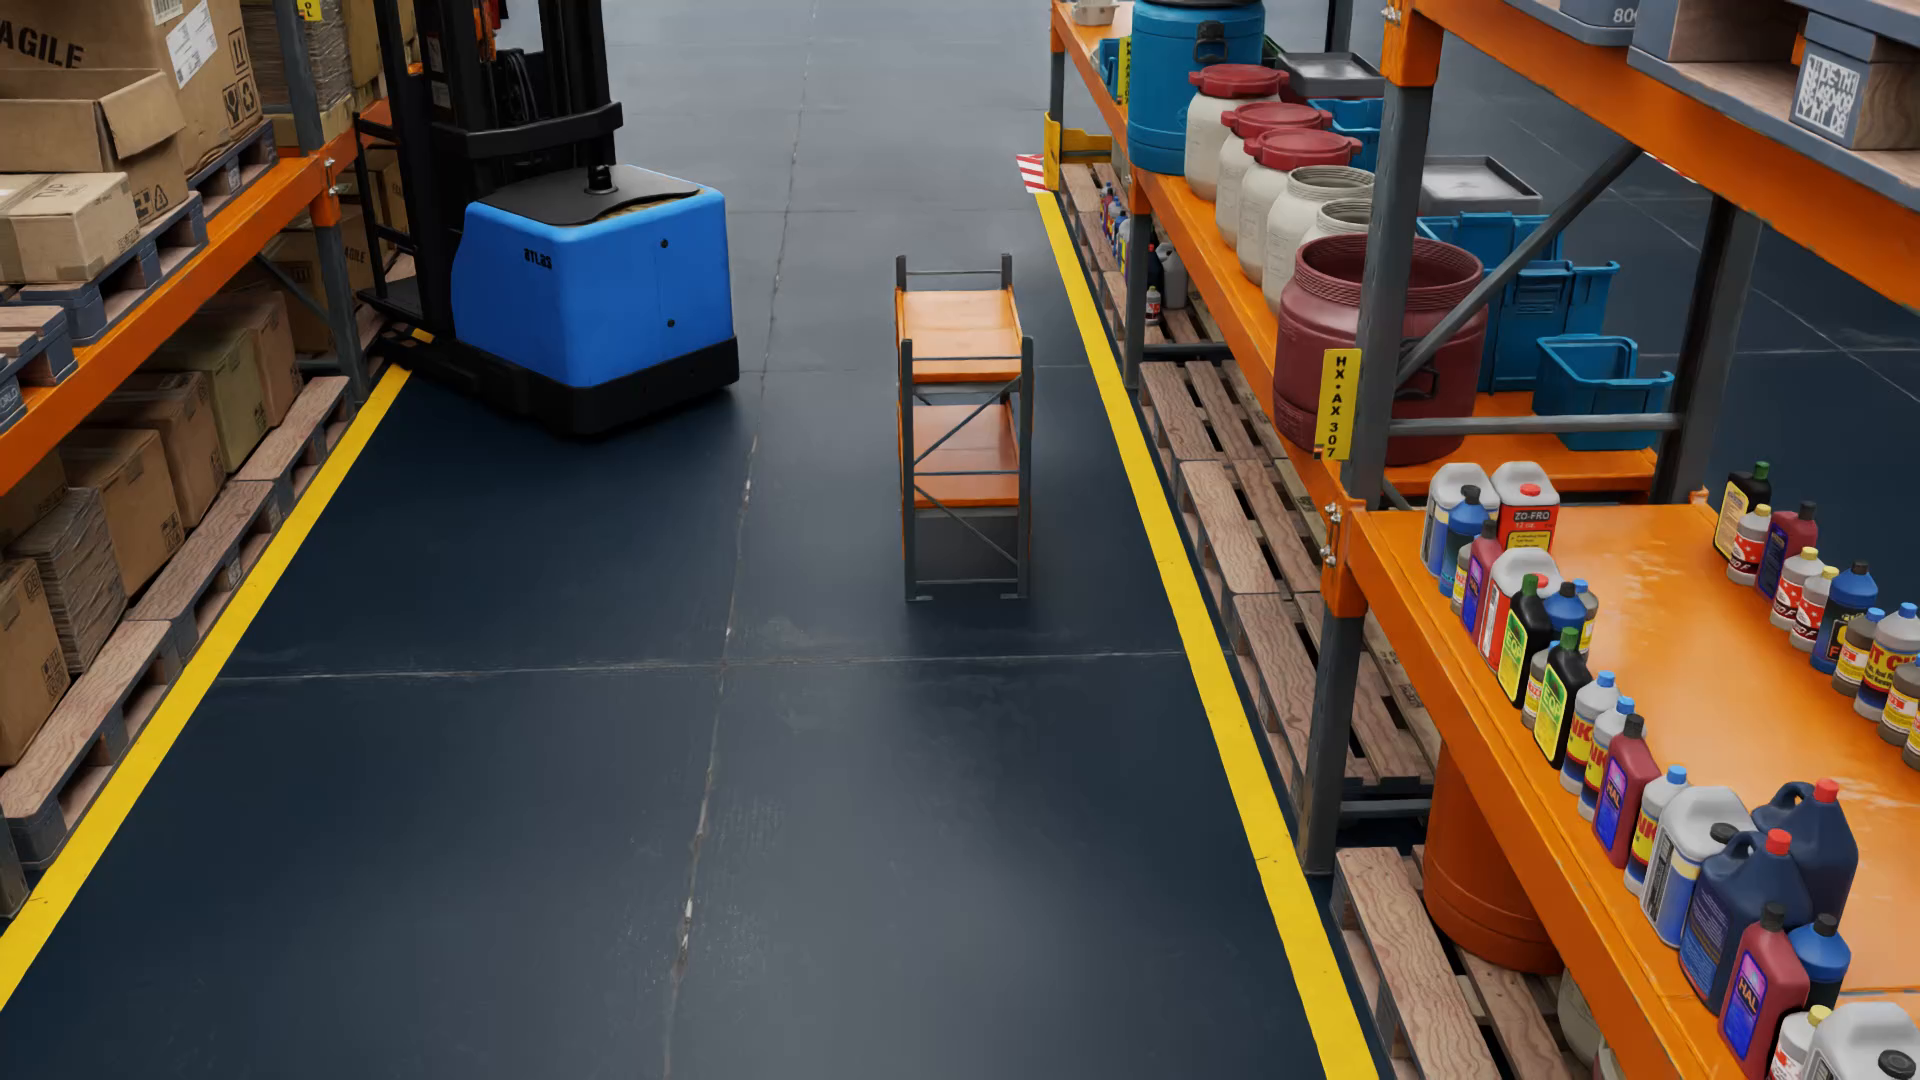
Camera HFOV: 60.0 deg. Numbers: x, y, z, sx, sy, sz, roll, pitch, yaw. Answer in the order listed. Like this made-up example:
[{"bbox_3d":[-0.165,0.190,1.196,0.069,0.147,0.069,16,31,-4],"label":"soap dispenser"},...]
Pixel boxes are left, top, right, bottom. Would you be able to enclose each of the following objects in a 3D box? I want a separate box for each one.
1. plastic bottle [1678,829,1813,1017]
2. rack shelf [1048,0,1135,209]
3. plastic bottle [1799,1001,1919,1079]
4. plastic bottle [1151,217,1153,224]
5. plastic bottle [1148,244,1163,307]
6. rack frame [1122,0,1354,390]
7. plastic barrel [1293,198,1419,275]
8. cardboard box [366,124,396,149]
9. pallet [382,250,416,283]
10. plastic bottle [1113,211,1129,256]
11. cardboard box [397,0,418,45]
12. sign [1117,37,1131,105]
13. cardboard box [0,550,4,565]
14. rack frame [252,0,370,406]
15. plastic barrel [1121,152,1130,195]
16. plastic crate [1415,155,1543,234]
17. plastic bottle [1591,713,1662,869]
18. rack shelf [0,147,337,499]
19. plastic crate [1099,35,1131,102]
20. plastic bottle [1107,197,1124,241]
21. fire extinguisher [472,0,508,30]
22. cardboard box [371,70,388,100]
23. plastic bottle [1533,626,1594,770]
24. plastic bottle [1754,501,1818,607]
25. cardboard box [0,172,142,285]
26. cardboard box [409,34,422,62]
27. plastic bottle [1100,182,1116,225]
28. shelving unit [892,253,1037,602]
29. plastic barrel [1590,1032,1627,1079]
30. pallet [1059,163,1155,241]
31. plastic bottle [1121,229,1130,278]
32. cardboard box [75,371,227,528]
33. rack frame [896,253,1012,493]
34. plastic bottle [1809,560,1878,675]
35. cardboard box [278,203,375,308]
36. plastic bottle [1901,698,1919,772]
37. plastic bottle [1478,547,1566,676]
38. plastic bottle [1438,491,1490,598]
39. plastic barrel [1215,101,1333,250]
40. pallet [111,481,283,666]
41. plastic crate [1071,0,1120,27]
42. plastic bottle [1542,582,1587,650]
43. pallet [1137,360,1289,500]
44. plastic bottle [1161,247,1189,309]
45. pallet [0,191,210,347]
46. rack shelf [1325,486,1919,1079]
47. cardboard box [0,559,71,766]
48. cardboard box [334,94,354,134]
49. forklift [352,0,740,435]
[{"bbox_3d":[1.353,0.632,2.848,0.144,0.351,0.185,-1,28,-3],"label":"plastic bottle"},{"bbox_3d":[1.264,-2.764,10.083,1.077,0.370,4.000,-1,28,-3],"label":"rack shelf"},{"bbox_3d":[1.378,0.845,2.519,0.152,0.276,0.135,-1,28,-3],"label":"plastic bottle"},{"bbox_3d":[1.121,-1.756,9.835,0.061,0.283,0.133,-1,28,-3],"label":"plastic bottle"},{"bbox_3d":[1.047,-1.470,9.214,0.144,0.351,0.185,-2,28,-4],"label":"plastic bottle"},{"bbox_3d":[1.368,-2.159,8.146,1.000,3.000,0.127,-1,28,-3],"label":"rack frame"},{"bbox_3d":[1.310,-0.831,5.479,0.421,0.512,0.421,0,28,0],"label":"plastic barrel"},{"bbox_3d":[-3.706,-2.400,10.858,0.500,0.500,0.500,6,28,11],"label":"cardboard box"},{"bbox_3d":[-3.715,-1.677,10.237,1.003,0.211,1.213,-1,28,-3],"label":"pallet"},{"bbox_3d":[0.976,-1.849,10.025,0.097,0.271,0.097,0,28,0],"label":"plastic bottle"},{"bbox_3d":[-3.642,-3.117,9.553,0.875,0.500,0.500,-1,28,-3],"label":"cardboard box"},{"bbox_3d":[0.818,-2.274,8.066,0.100,0.325,0.005,-1,28,-3],"label":"sign"},{"bbox_3d":[-3.434,0.080,5.269,0.500,0.250,0.500,0,28,-1],"label":"cardboard box"},{"bbox_3d":[-3.578,-2.039,7.916,1.000,3.000,0.127,-1,28,-3],"label":"rack frame"},{"bbox_3d":[1.296,-2.556,11.143,0.421,0.512,0.421,0,28,0],"label":"plastic barrel"},{"bbox_3d":[1.798,-1.094,6.034,0.402,0.464,0.583,-1,28,-3],"label":"plastic crate"},{"bbox_3d":[1.291,0.482,3.208,0.061,0.283,0.133,-1,28,-3],"label":"plastic bottle"},{"bbox_3d":[-3.474,-0.797,6.312,1.077,0.370,4.000,-1,28,-3],"label":"rack shelf"},{"bbox_3d":[1.039,-2.598,9.148,0.499,0.251,0.616,-1,28,-3],"label":"plastic crate"},{"bbox_3d":[0.961,-1.988,10.293,0.097,0.271,0.097,0,28,0],"label":"plastic bottle"},{"bbox_3d":[-3.333,-3.916,11.599,0.296,0.674,0.183,-1,28,-3],"label":"fire extinguisher"},{"bbox_3d":[-3.324,-2.497,9.065,0.380,0.149,0.250,-1,28,-3],"label":"cardboard box"},{"bbox_3d":[1.274,0.331,3.498,0.061,0.283,0.133,-1,28,-3],"label":"plastic bottle"},{"bbox_3d":[2.036,0.023,4.088,0.061,0.283,0.133,-1,28,-3],"label":"plastic bottle"},{"bbox_3d":[-3.227,-1.091,5.807,0.500,0.250,0.500,-2,28,-4],"label":"cardboard box"},{"bbox_3d":[-3.383,-2.958,9.950,0.380,0.149,0.250,-1,28,-3],"label":"cardboard box"},{"bbox_3d":[0.943,-2.147,10.597,0.097,0.271,0.097,0,28,0],"label":"plastic bottle"},{"bbox_3d":[0.000,-0.496,6.984,0.538,1.125,1.048,-1,28,-3],"label":"shelving unit"},{"bbox_3d":[1.678,1.318,3.632,0.600,0.588,0.708,-1,28,-3],"label":"plastic barrel"},{"bbox_3d":[1.247,-2.361,11.548,1.003,0.211,1.213,-1,28,-3],"label":"pallet"},{"bbox_3d":[1.020,-1.708,9.669,0.144,0.351,0.185,-2,28,-3],"label":"plastic bottle"},{"bbox_3d":[-3.532,-0.363,6.930,0.700,0.500,0.500,-4,28,-7],"label":"cardboard box"},{"bbox_3d":[-0.026,-0.730,7.434,0.500,1.125,0.032,-1,28,-3],"label":"rack frame"},{"bbox_3d":[2.034,0.172,3.816,0.097,0.271,0.097,0,28,0],"label":"plastic bottle"},{"bbox_3d":[-3.597,-1.567,9.260,0.500,0.500,0.500,7,28,14],"label":"cardboard box"},{"bbox_3d":[2.054,0.383,3.487,0.097,0.201,0.097,0,28,0],"label":"plastic bottle"},{"bbox_3d":[1.301,0.165,3.825,0.152,0.276,0.135,-1,28,-3],"label":"plastic bottle"},{"bbox_3d":[1.255,0.007,4.132,0.097,0.271,0.097,0,28,0],"label":"plastic bottle"},{"bbox_3d":[1.237,-1.433,6.607,0.433,0.535,0.433,0,28,0],"label":"plastic barrel"},{"bbox_3d":[-3.469,0.121,6.789,1.003,0.211,1.213,-1,28,-3],"label":"pallet"},{"bbox_3d":[0.885,-3.468,10.941,0.298,0.136,0.250,-1,28,-3],"label":"plastic crate"},{"bbox_3d":[1.340,0.219,3.725,0.097,0.271,0.097,0,28,0],"label":"plastic bottle"},{"bbox_3d":[1.448,-0.561,8.097,1.003,0.211,1.213,-1,28,-3],"label":"pallet"},{"bbox_3d":[1.191,-1.473,9.220,0.144,0.351,0.185,-1,28,-3],"label":"plastic bottle"},{"bbox_3d":[-3.514,-1.020,6.170,1.003,0.211,1.213,-1,28,-3],"label":"pallet"},{"bbox_3d":[1.681,0.931,2.999,1.077,0.370,4.000,-1,28,-3],"label":"rack shelf"},{"bbox_3d":[-3.424,0.412,5.443,0.700,0.500,0.500,-3,28,-5],"label":"cardboard box"},{"bbox_3d":[-3.289,-2.150,8.401,0.380,0.149,0.250,-1,28,-3],"label":"cardboard box"},{"bbox_3d":[-2.589,-2.376,8.637,3.031,2.935,1.130,23,35,36],"label":"forklift"}]
